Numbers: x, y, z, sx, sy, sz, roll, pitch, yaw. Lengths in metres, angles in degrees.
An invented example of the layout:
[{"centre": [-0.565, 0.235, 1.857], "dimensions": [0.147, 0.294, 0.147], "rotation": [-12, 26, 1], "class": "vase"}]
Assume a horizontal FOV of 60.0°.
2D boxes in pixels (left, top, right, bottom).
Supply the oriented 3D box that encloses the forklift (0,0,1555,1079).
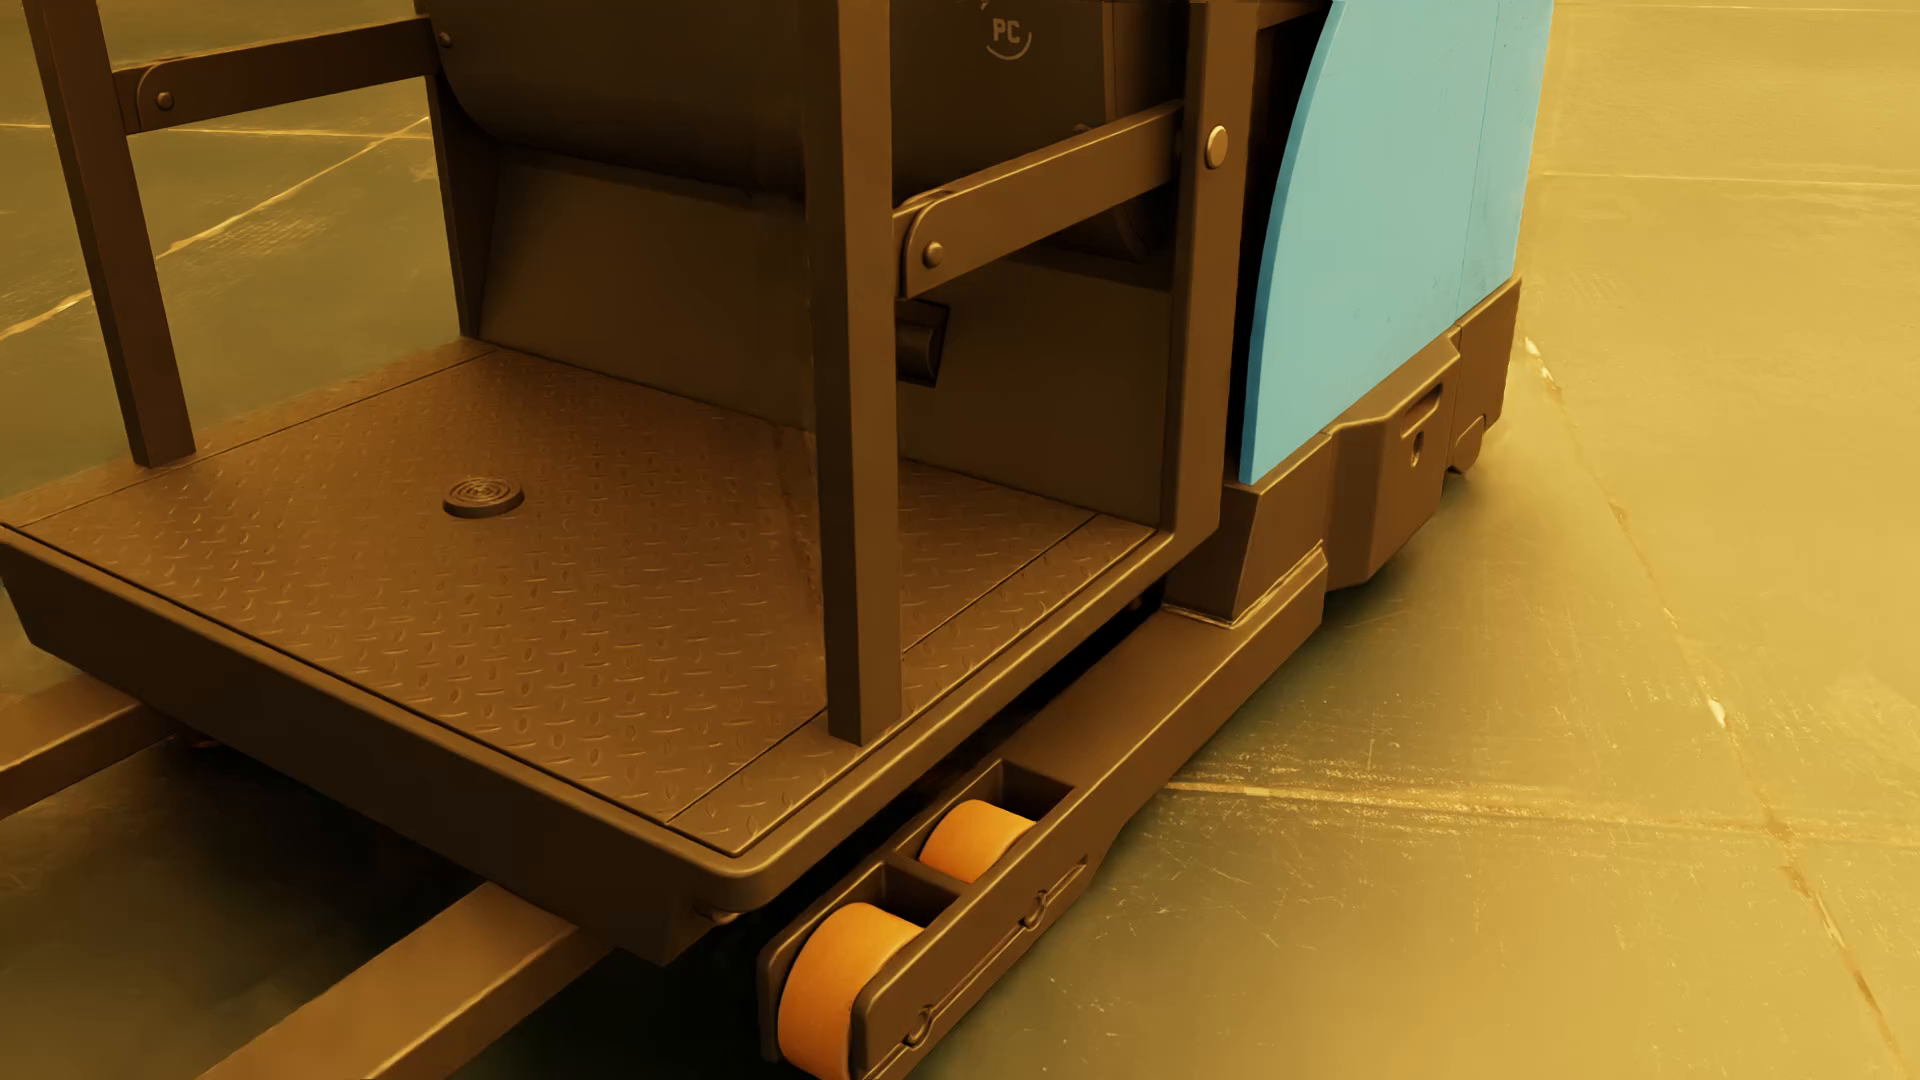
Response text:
[{"centre": [-0.340, -1.056, 1.333], "dimensions": [1.130, 2.935, 3.031], "rotation": [17, 31, 30], "class": "forklift"}]
